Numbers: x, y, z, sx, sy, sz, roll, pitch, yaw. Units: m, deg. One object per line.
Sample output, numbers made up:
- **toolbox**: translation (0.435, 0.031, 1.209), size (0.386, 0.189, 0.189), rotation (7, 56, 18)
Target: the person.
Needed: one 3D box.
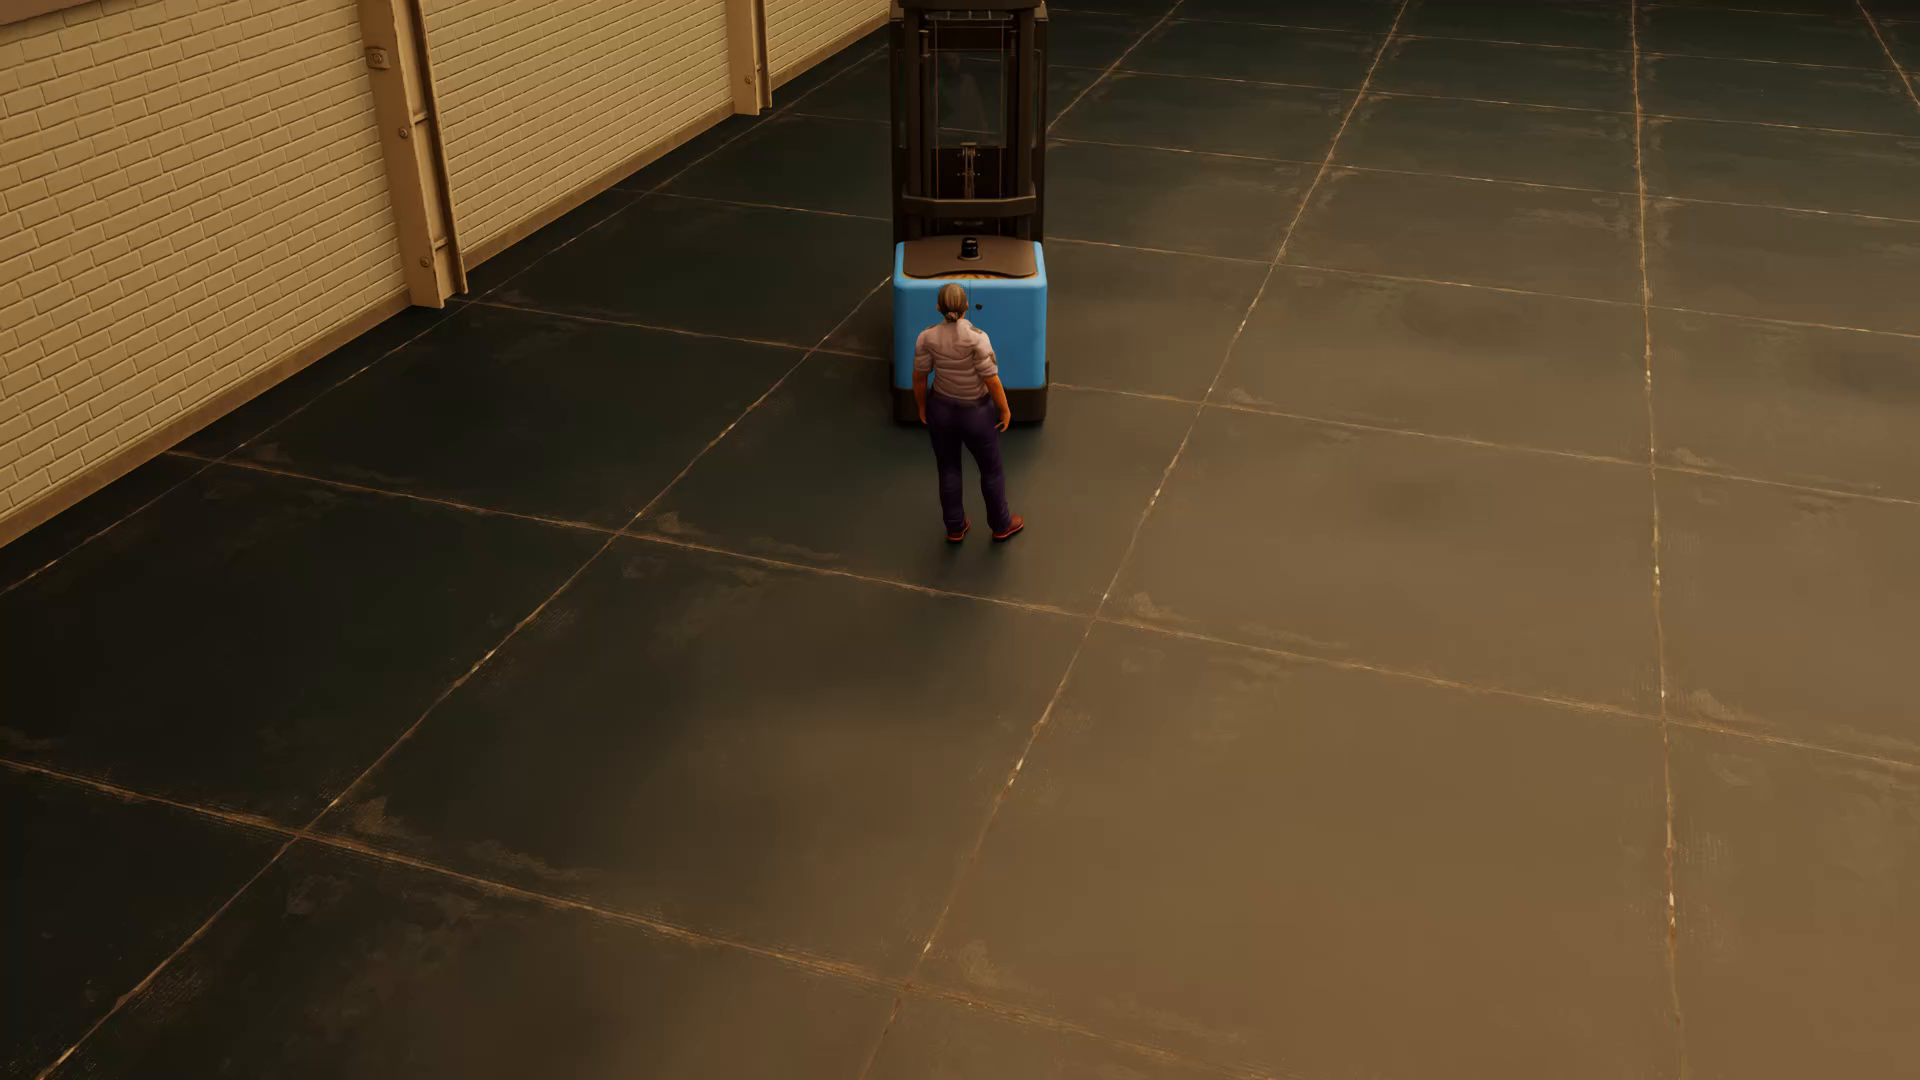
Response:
- **person**: translation (0.051, -0.761, 9.751), size (0.598, 1.651, 0.503), rotation (10, 31, 16)

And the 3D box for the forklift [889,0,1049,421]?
- **forklift**: translation (0.057, -2.772, 12.000), size (1.130, 2.935, 3.031), rotation (0, 30, 0)
